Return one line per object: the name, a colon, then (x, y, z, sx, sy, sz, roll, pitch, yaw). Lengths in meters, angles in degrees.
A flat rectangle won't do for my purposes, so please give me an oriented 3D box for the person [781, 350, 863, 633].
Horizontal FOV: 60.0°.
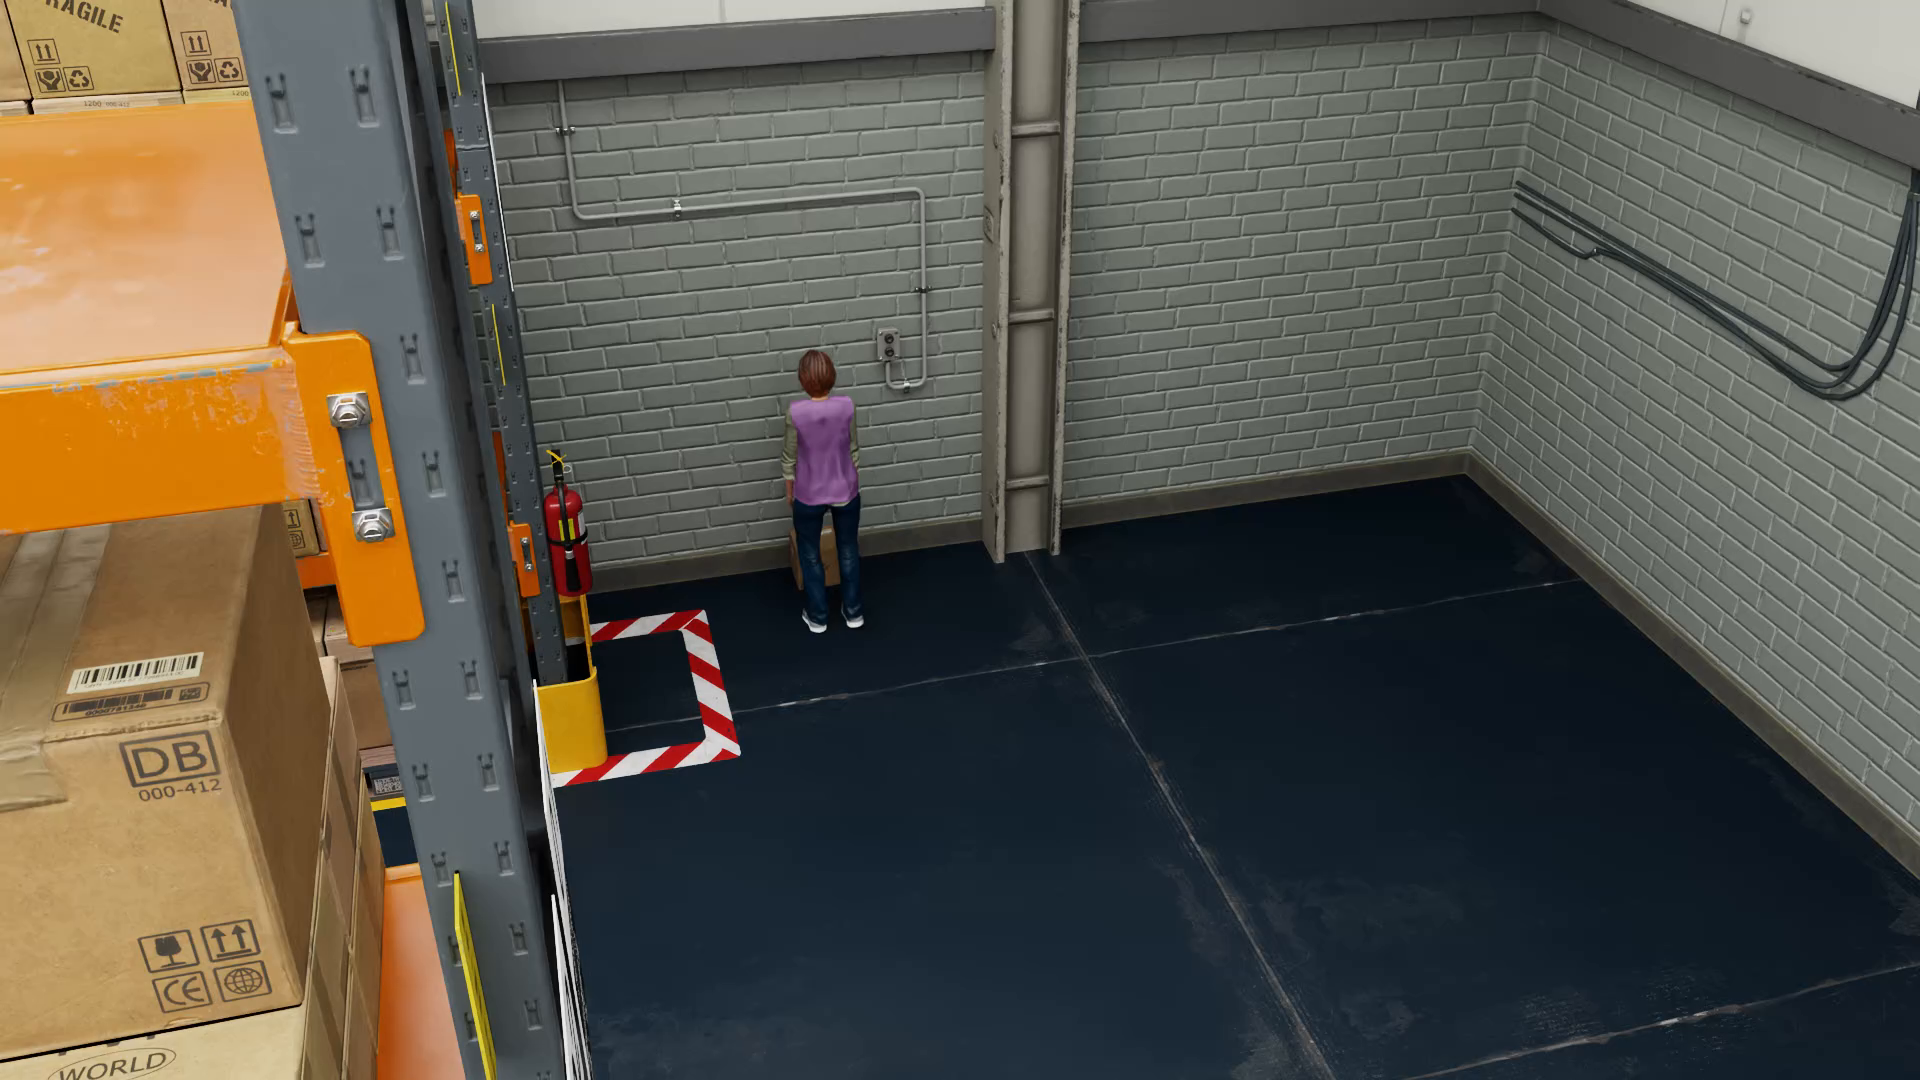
person: (-0.716, -0.226, 8.648, 0.409, 1.579, 0.304, -7, 31, -12)
